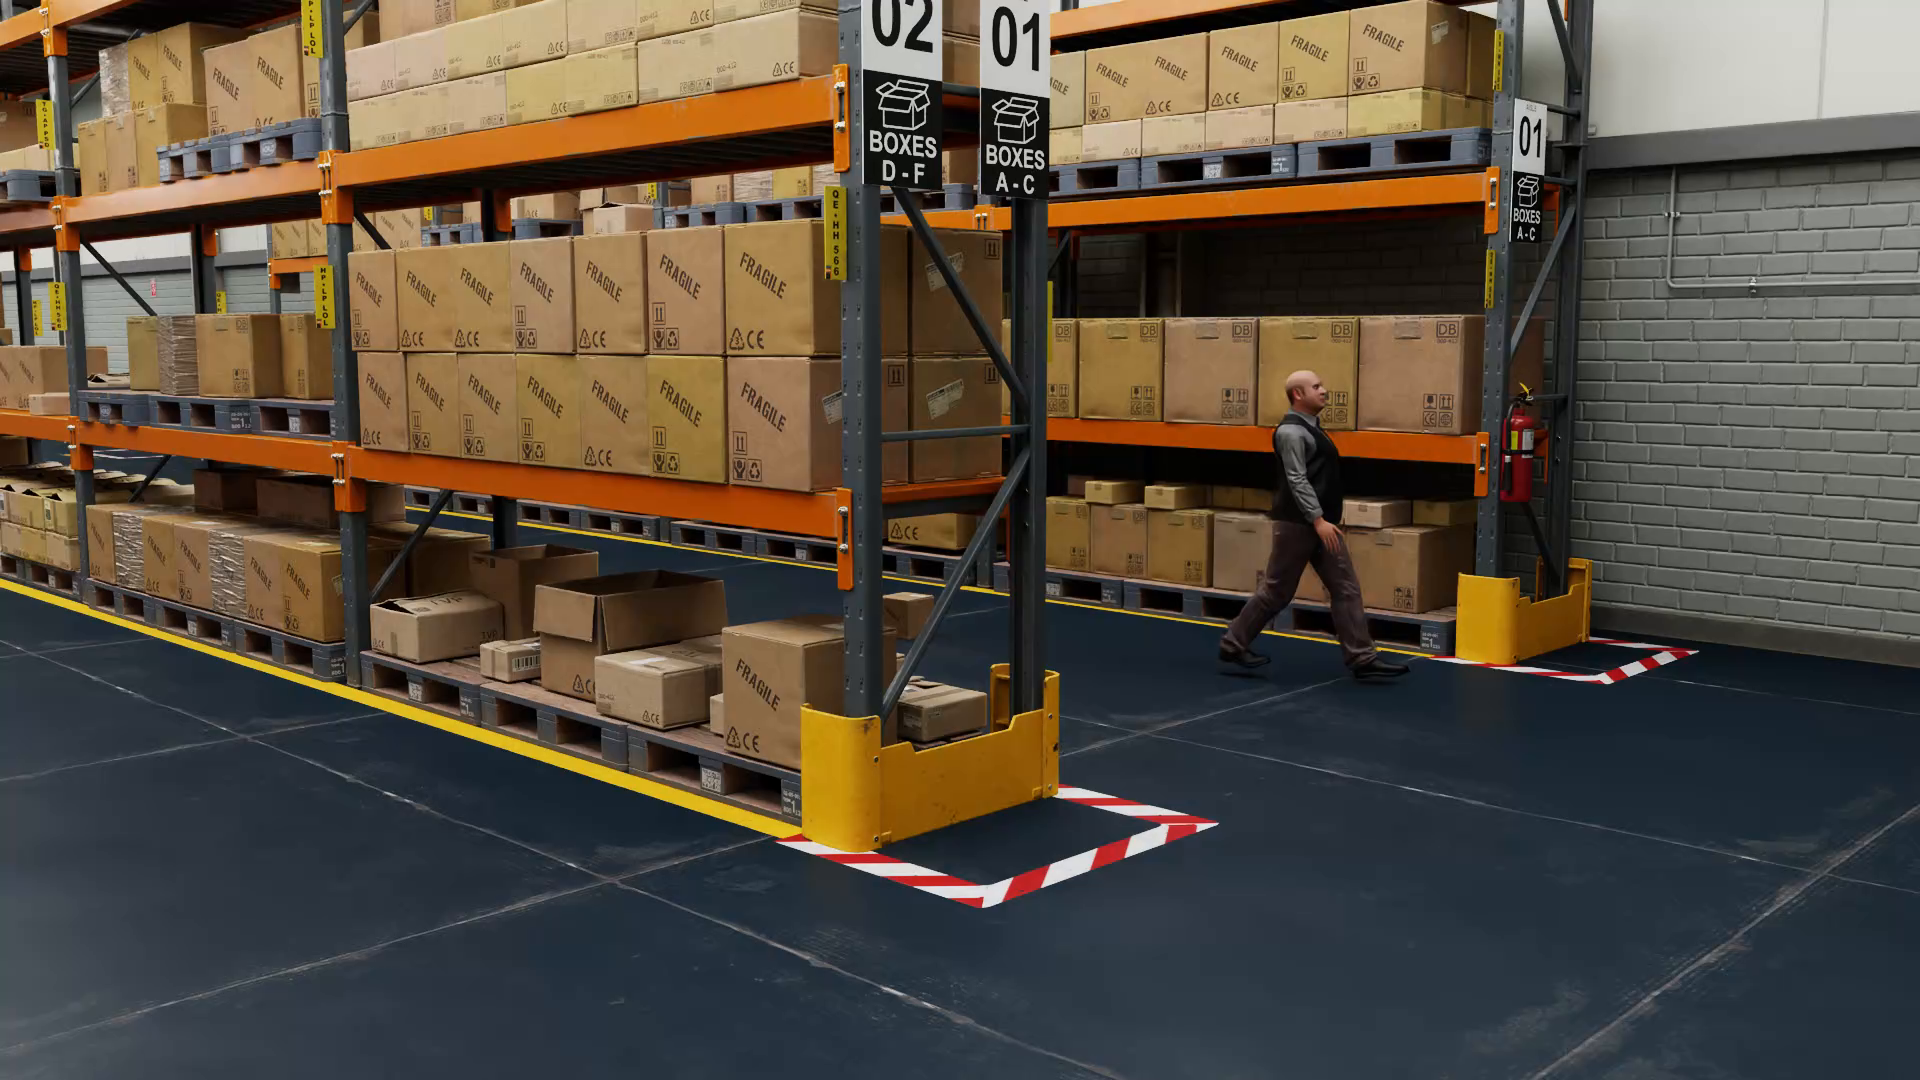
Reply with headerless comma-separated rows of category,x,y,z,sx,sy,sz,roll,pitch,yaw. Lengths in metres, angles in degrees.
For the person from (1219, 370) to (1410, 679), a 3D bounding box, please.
person,1.918,-0.078,9.018,1.024,1.675,0.560,4,8,28
